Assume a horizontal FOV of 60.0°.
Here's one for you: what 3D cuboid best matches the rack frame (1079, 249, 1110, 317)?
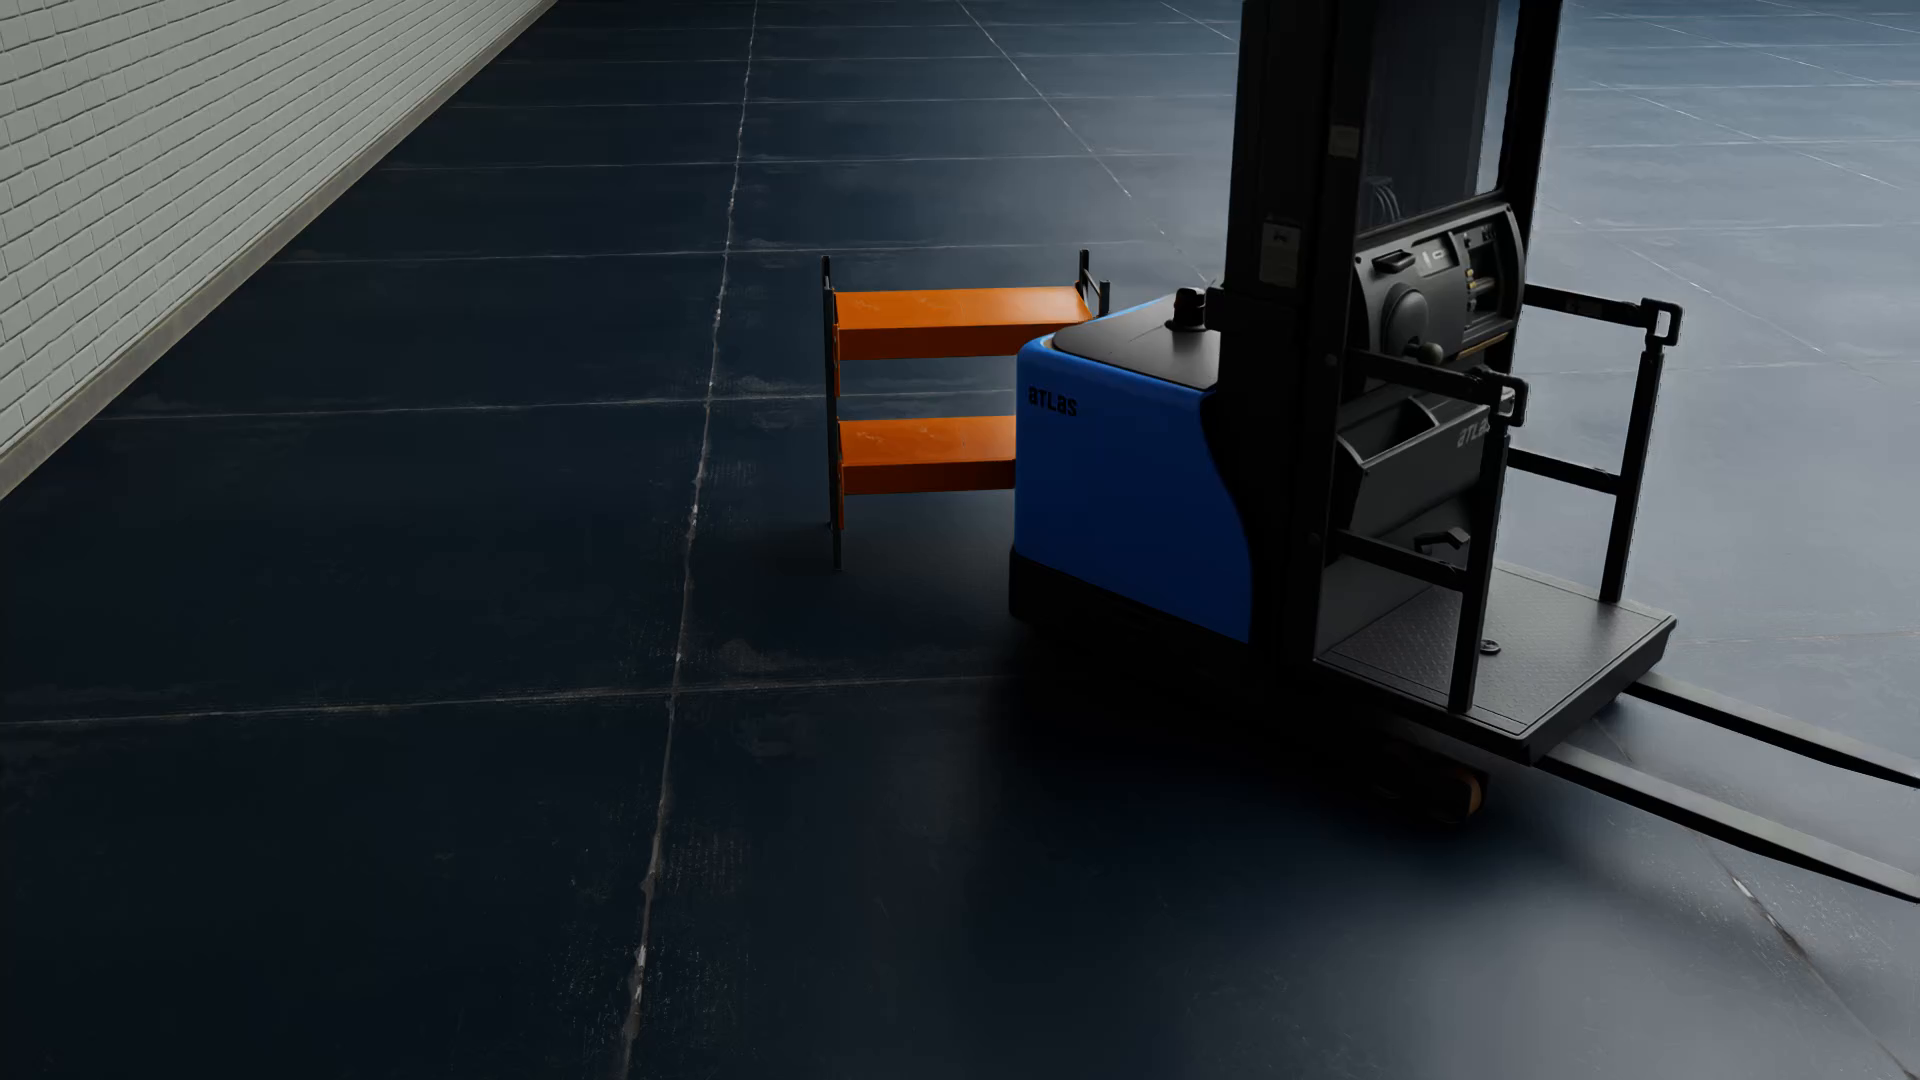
[{"bbox_3d":[0.513,-0.535,6.568,0.032,1.125,0.500,-2,24,-5],"label":"rack frame"}]

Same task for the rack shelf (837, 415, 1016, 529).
[{"bbox_3d":[0.007,-0.291,6.621,1.000,0.278,0.538,-2,24,-5],"label":"rack shelf"}]

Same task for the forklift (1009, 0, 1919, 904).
[{"bbox_3d":[1.587,-0.747,4.822,3.031,2.935,1.130,21,32,39],"label":"forklift"}]

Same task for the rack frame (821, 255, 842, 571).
[{"bbox_3d":[-0.499,-0.494,6.476,0.032,1.125,0.500,-2,24,-5],"label":"rack frame"}]

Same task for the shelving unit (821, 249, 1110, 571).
[{"bbox_3d":[0.007,-0.514,6.522,1.048,1.125,0.538,-2,24,-5],"label":"shelving unit"}]

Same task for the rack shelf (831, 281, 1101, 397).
[{"bbox_3d":[0.007,-0.782,6.403,1.000,0.278,0.538,-2,24,-5],"label":"rack shelf"}]
